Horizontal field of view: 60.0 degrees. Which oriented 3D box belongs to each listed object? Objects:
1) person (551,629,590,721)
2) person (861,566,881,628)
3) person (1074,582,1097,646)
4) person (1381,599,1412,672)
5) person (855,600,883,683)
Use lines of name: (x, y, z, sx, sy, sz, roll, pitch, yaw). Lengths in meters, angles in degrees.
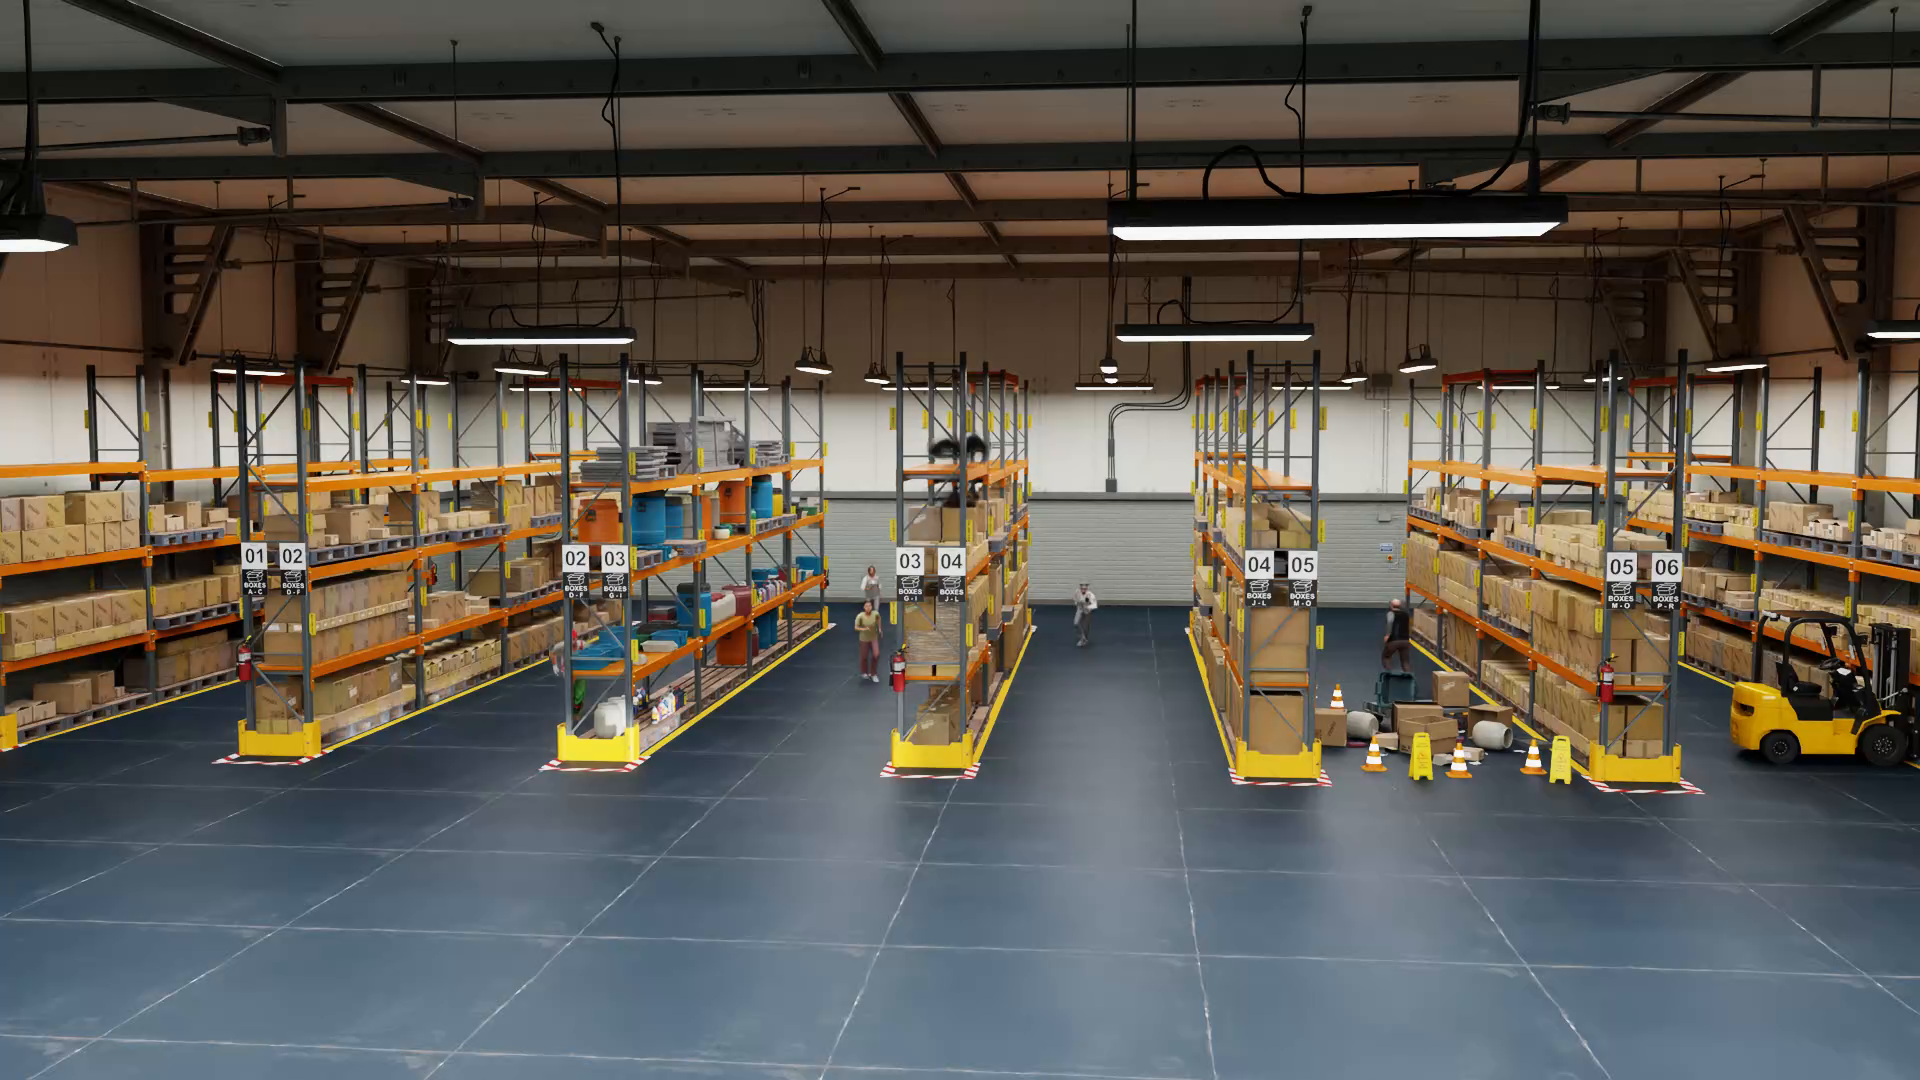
person: (-6.485, 2.244, 27.785, 0.681, 1.585, 0.938, 0, 4, -7)
person: (-2.086, 1.408, 39.096, 0.529, 1.594, 0.861, -1, 4, -14)
person: (2.790, 1.620, 36.942, 0.616, 1.445, 1.061, 1, 4, 17)
person: (8.230, 1.955, 31.291, 0.644, 1.664, 0.959, -1, 4, -14)
person: (-1.758, 1.942, 31.969, 0.578, 1.592, 0.914, -1, 4, -11)
